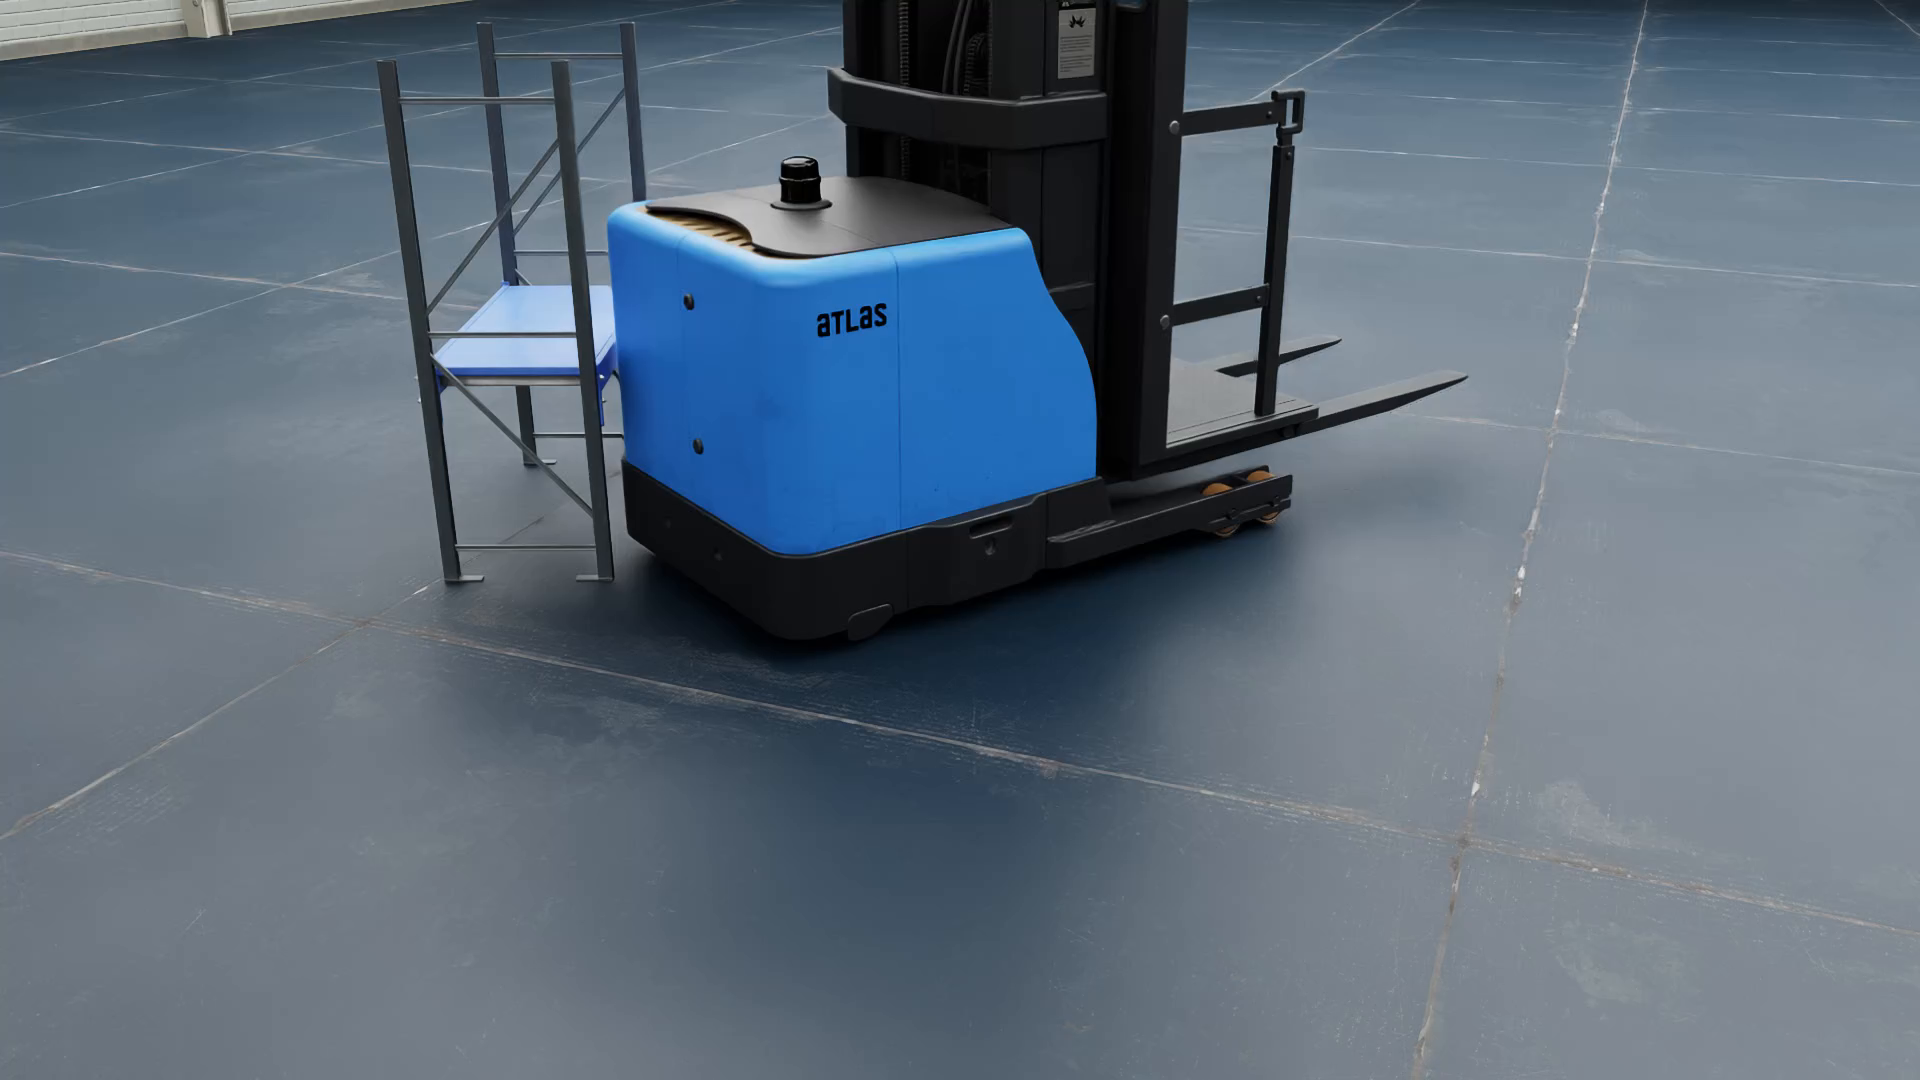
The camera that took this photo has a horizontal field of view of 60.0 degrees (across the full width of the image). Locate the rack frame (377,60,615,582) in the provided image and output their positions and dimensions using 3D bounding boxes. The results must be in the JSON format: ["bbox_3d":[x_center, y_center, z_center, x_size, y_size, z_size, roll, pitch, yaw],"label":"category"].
[{"bbox_3d":[-1.284,-0.573,4.676,0.500,1.500,0.032,0,23,-1],"label":"rack frame"}]

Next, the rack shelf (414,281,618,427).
[{"bbox_3d":[-1.290,-0.603,5.215,0.538,0.185,1.000,0,23,-1],"label":"rack shelf"}]

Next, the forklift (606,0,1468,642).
[{"bbox_3d":[0.459,-1.512,5.066,3.031,2.935,1.130,-16,27,-33],"label":"forklift"}]

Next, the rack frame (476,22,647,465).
[{"bbox_3d":[-1.295,-0.965,5.614,0.500,1.500,0.032,0,23,-1],"label":"rack frame"}]

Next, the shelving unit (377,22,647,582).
[{"bbox_3d":[-1.290,-0.769,5.145,0.538,1.500,1.048,0,23,-1],"label":"shelving unit"}]

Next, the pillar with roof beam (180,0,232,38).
[{"bbox_3d":[-4.659,-9.356,15.973,9.100,9.000,0.400,9,24,20],"label":"pillar with roof beam"}]
